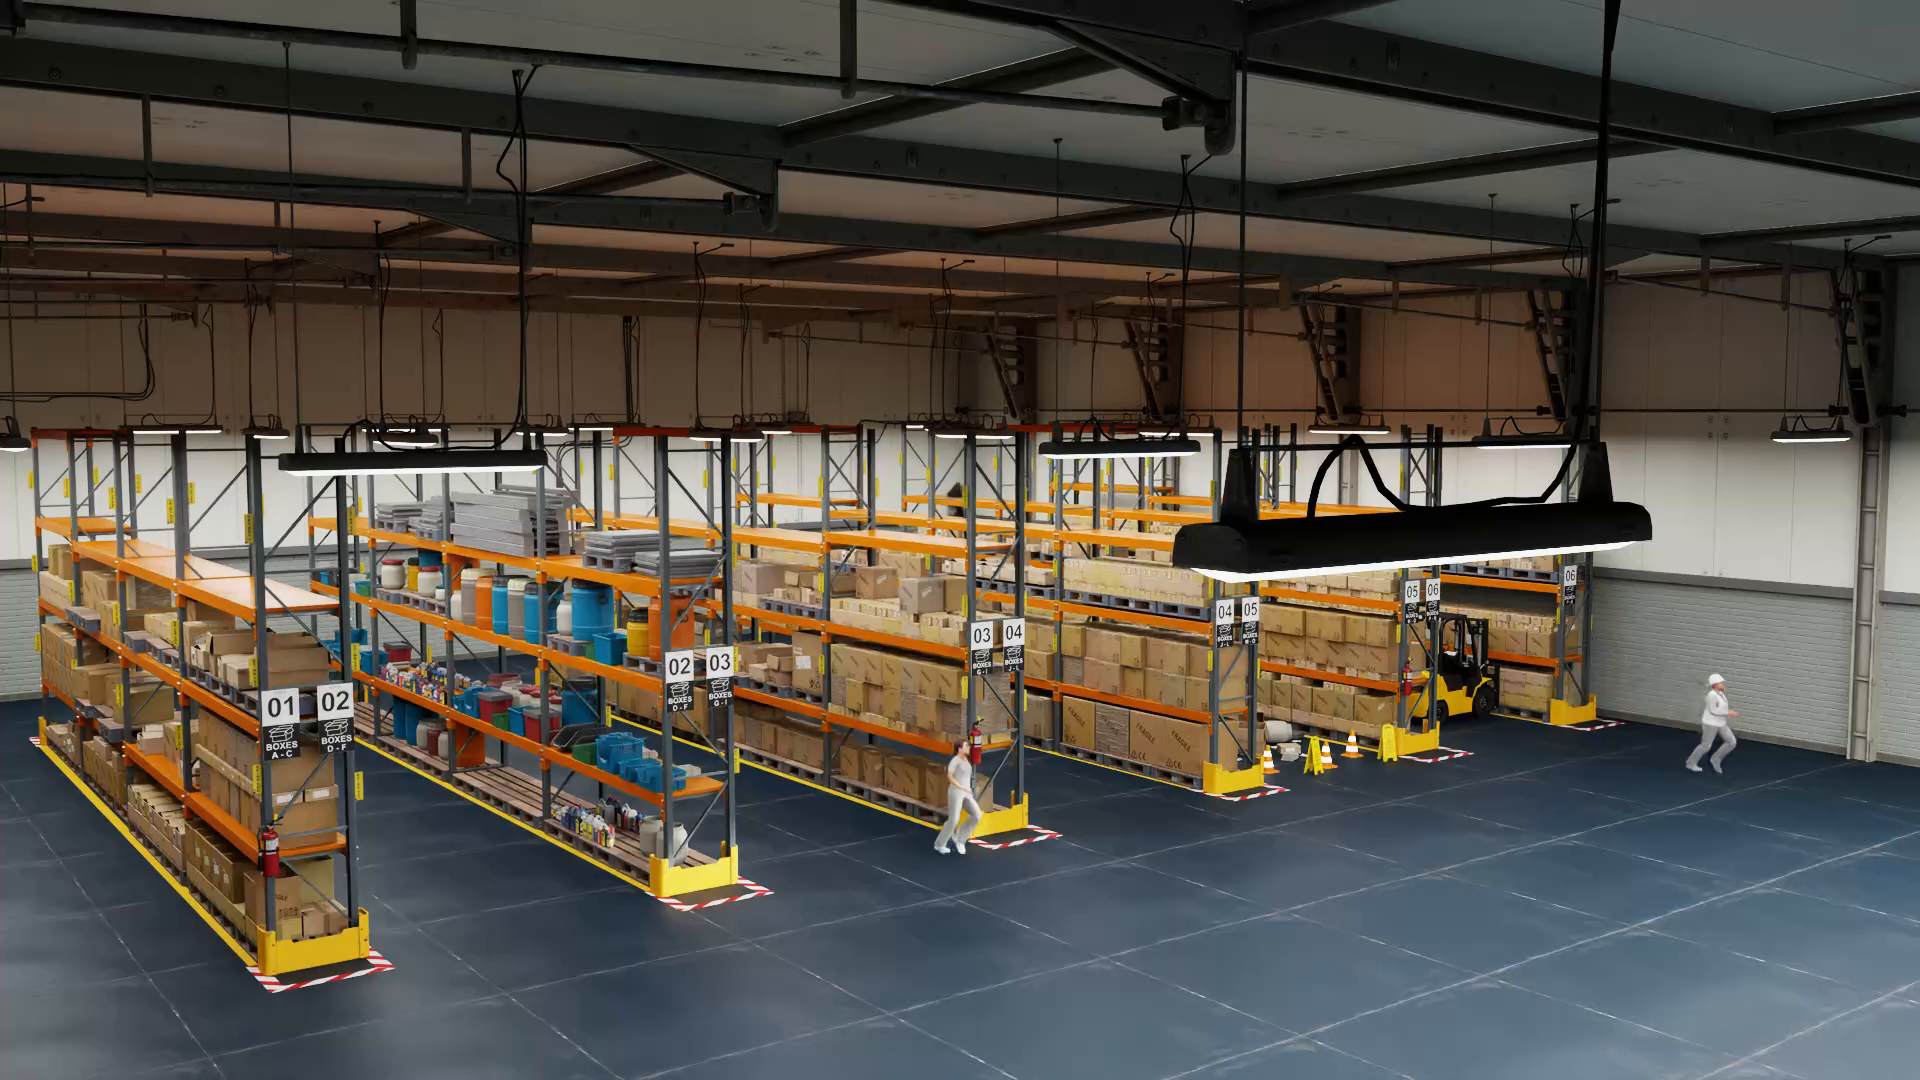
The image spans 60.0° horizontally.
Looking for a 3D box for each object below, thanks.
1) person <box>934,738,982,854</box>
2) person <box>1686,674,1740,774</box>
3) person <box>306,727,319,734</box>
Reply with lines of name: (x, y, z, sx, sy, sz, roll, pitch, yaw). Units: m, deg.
person: (0.014, 3.647, 23.783, 0.638, 1.636, 0.622, 3, 5, 31)
person: (13.080, 3.183, 28.803, 0.664, 1.753, 0.853, -4, 6, -43)
person: (-12.016, 3.073, 30.596, 0.704, 1.735, 0.636, -4, 6, -40)
